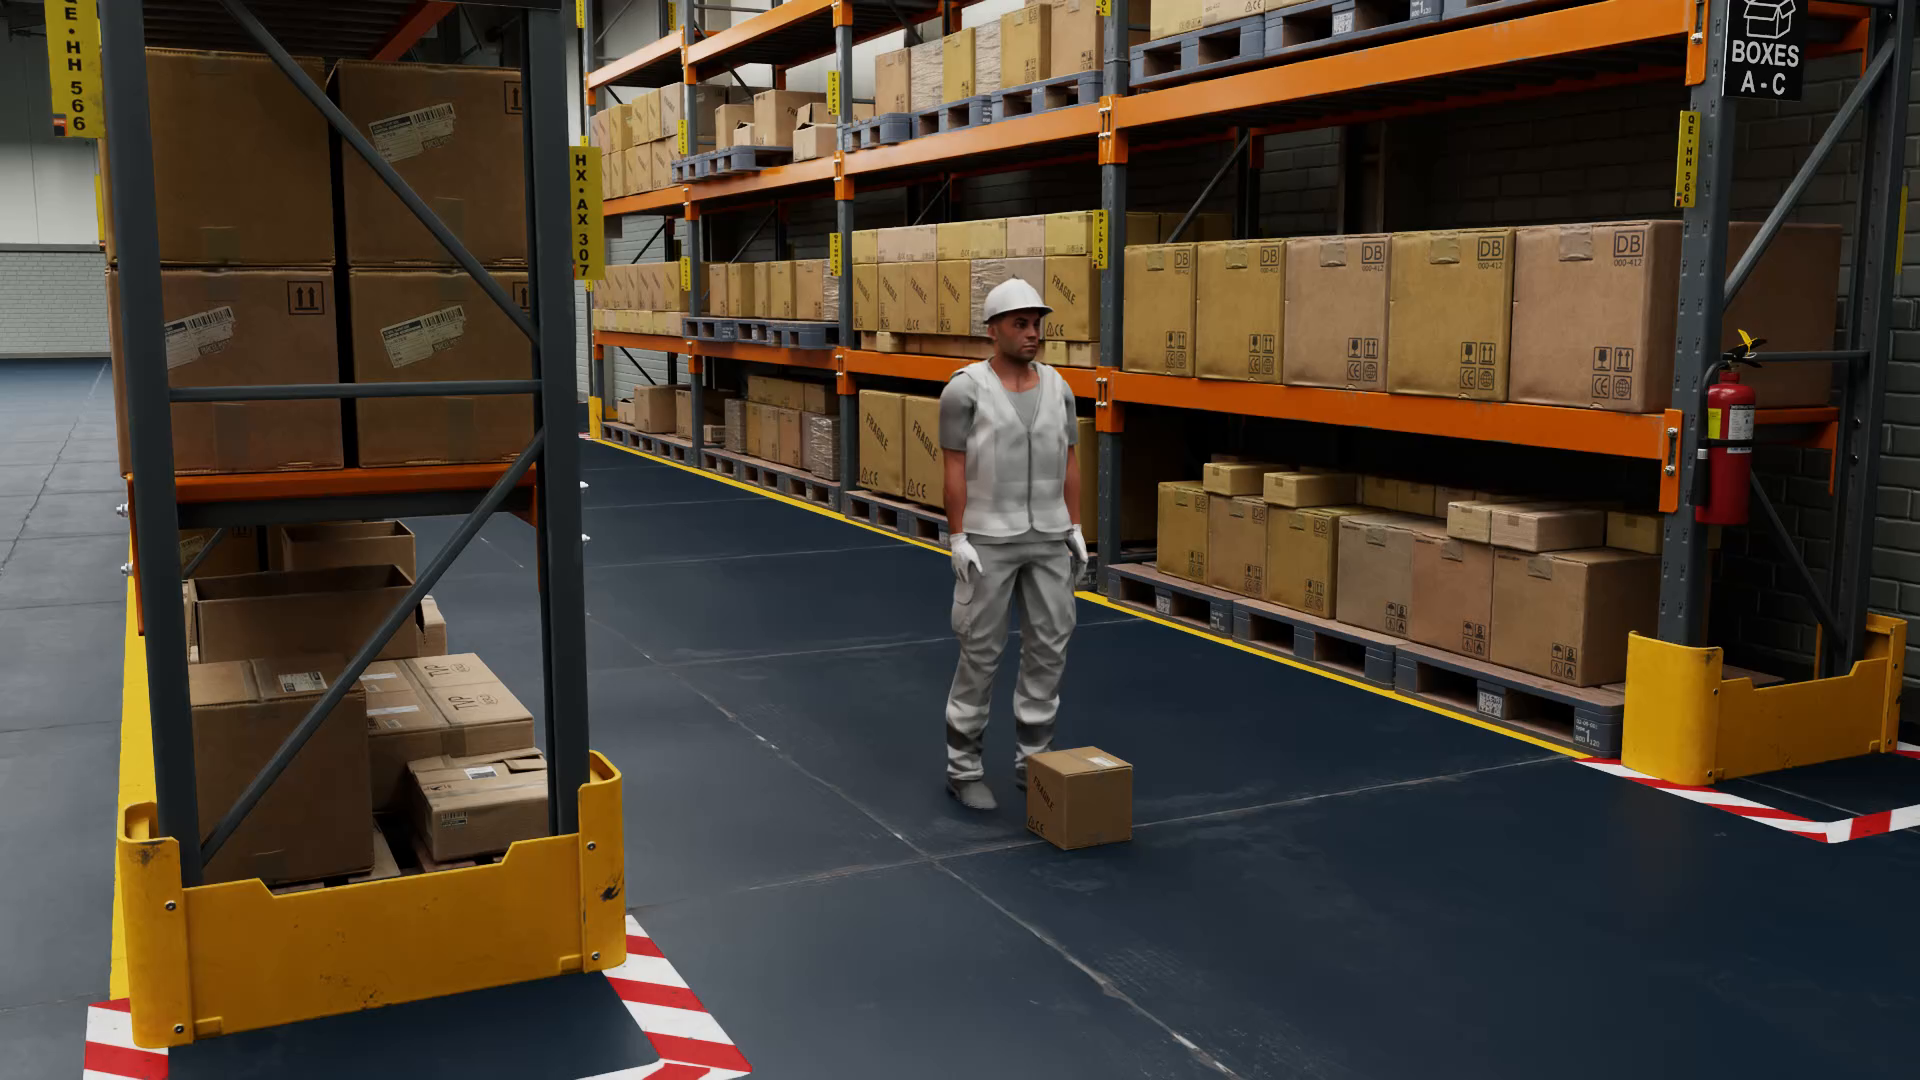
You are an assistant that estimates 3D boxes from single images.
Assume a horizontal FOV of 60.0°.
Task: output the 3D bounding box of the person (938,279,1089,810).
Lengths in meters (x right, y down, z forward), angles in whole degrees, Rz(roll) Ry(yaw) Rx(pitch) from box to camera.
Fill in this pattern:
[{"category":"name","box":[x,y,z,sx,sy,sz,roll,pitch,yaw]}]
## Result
[{"category":"person","box":[0.192,0.025,5.698,0.524,1.819,0.358,-4,9,-25]}]
